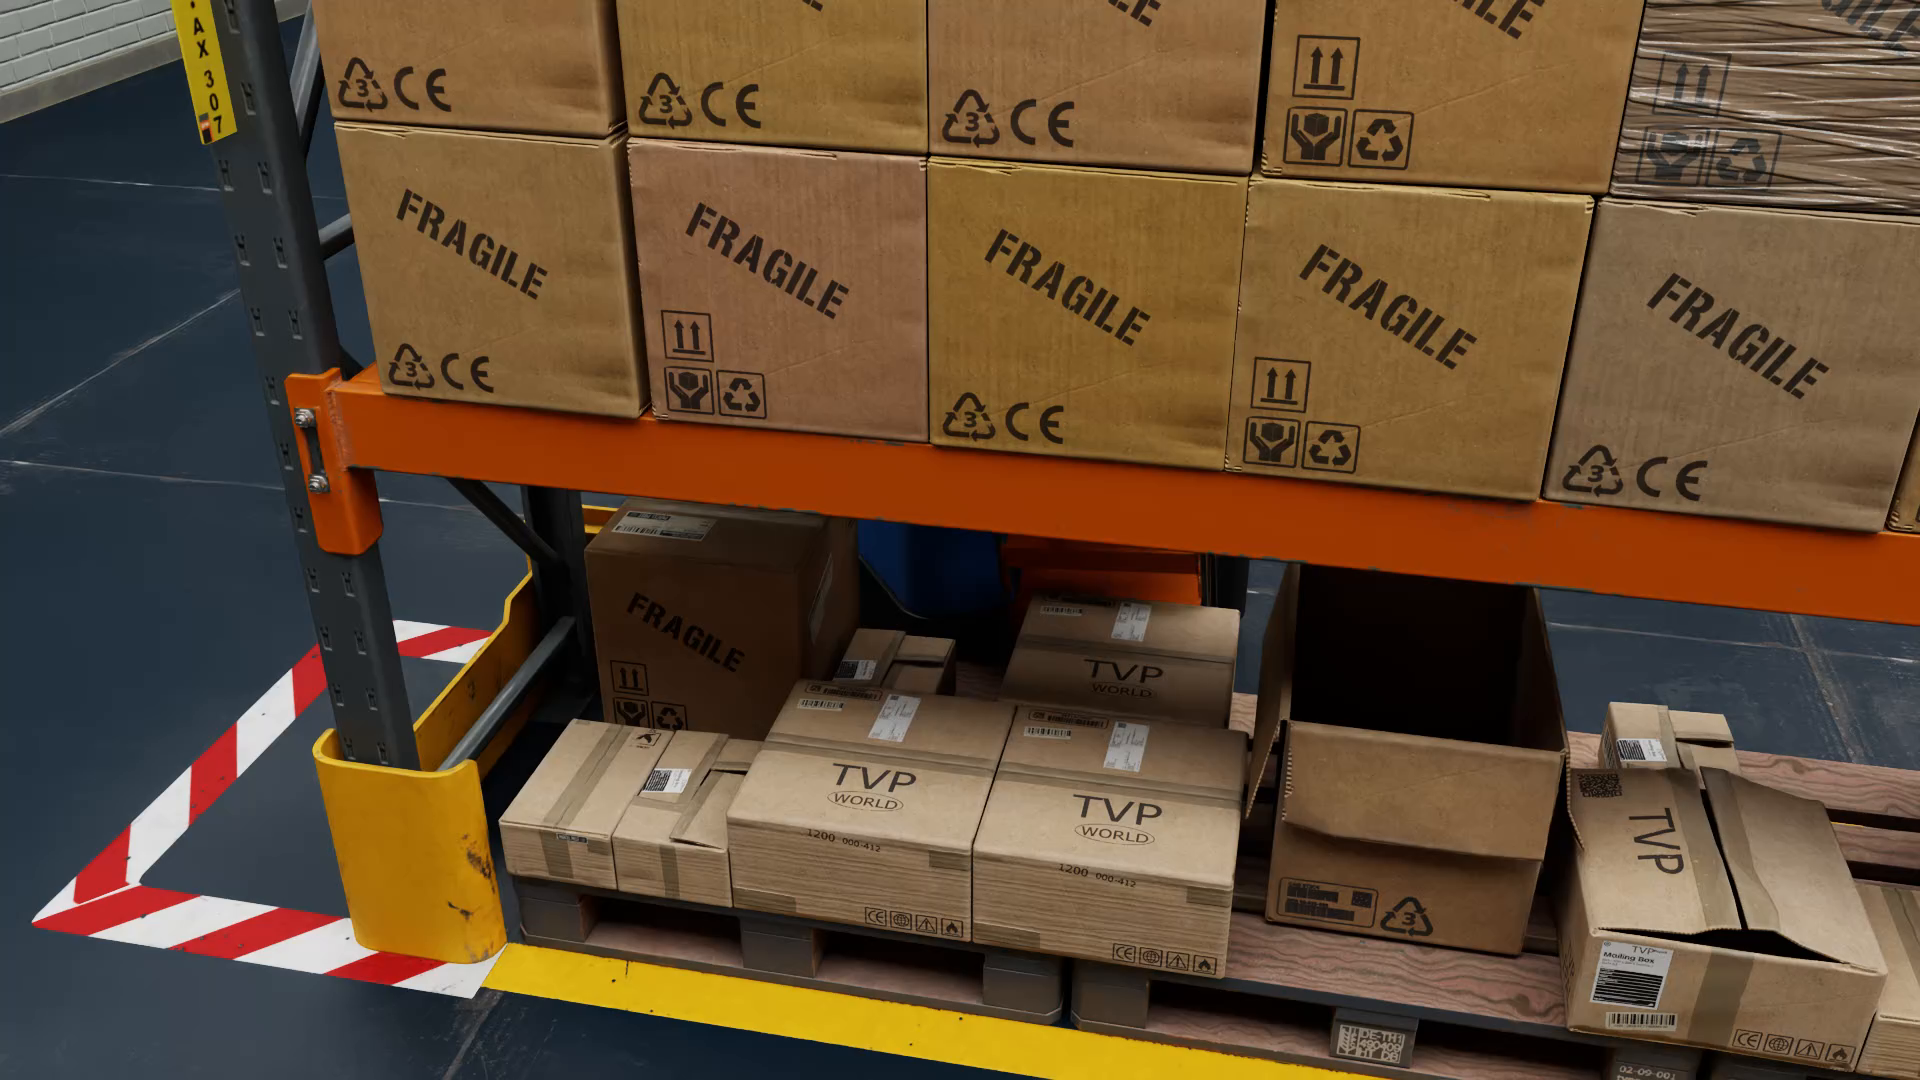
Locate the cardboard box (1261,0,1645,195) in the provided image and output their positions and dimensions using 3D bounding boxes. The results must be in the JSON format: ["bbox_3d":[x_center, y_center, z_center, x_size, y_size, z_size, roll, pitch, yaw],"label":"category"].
[{"bbox_3d":[0.746,-0.858,2.548,0.500,0.500,0.500,6,29,10],"label":"cardboard box"}]

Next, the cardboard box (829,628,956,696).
[{"bbox_3d":[-0.171,0.376,3.932,0.250,0.166,0.380,6,29,11],"label":"cardboard box"}]

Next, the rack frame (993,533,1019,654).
[{"bbox_3d":[0.114,-0.064,4.084,0.015,1.200,0.240,2,42,13],"label":"rack frame"}]

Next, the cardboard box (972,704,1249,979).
[{"bbox_3d":[0.319,0.606,3.425,0.500,0.250,0.500,6,29,11],"label":"cardboard box"}]

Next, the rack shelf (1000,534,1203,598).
[{"bbox_3d":[0.360,-0.006,4.074,0.480,0.148,0.258,2,42,13],"label":"rack shelf"}]

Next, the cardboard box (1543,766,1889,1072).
[{"bbox_3d":[1.430,0.693,3.202,0.500,0.311,0.500,6,29,11],"label":"cardboard box"}]

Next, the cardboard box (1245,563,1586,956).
[{"bbox_3d":[0.942,0.422,3.498,0.637,0.503,0.797,6,29,11],"label":"cardboard box"}]

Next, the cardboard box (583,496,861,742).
[{"bbox_3d":[-0.548,0.147,4.003,0.500,0.500,0.500,6,29,11],"label":"cardboard box"}]

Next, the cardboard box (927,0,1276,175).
[{"bbox_3d":[0.249,-0.908,2.640,0.500,0.500,0.500,6,29,11],"label":"cardboard box"}]

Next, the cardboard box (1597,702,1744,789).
[{"bbox_3d":[1.567,0.530,3.651,0.250,0.166,0.380,6,29,11],"label":"cardboard box"}]

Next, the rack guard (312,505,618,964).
[{"bbox_3d":[-1.057,0.409,3.983,0.348,0.500,1.175,6,29,11],"label":"rack guard"}]

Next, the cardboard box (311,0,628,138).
[{"bbox_3d":[-0.753,-1.010,2.825,0.500,0.500,0.500,7,29,12],"label":"cardboard box"}]

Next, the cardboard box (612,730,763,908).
[{"bbox_3d":[-0.549,0.583,3.554,0.250,0.166,0.380,6,29,11],"label":"cardboard box"}]

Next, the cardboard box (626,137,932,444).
[{"bbox_3d":[-0.247,-0.522,2.975,0.500,0.500,0.500,6,29,10],"label":"cardboard box"}]

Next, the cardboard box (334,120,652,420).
[{"bbox_3d":[-0.753,-0.571,3.065,0.500,0.500,0.500,6,29,12],"label":"cardboard box"}]

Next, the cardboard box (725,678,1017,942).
[{"bbox_3d":[-0.170,0.556,3.517,0.500,0.250,0.500,6,29,11],"label":"cardboard box"}]

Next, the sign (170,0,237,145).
[{"bbox_3d":[-1.245,-0.820,2.723,0.005,0.325,0.100,6,29,11],"label":"sign"}]

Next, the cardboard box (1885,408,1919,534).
[{"bbox_3d":[1.734,-0.319,2.605,0.500,0.500,0.500,7,29,12],"label":"cardboard box"}]

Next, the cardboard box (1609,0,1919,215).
[{"bbox_3d":[1.237,-0.807,2.454,0.500,0.500,0.500,6,29,11],"label":"cardboard box"}]

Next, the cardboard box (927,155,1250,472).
[{"bbox_3d":[0.243,-0.470,2.881,0.500,0.500,0.500,6,29,10],"label":"cardboard box"}]

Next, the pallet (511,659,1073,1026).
[{"bbox_3d":[-0.277,0.615,3.907,1.213,0.211,1.003,6,29,11],"label":"pallet"}]

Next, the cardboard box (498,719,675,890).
[{"bbox_3d":[-0.794,0.565,3.604,0.250,0.149,0.380,6,29,11],"label":"cardboard box"}]

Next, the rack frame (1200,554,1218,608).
[{"bbox_3d":[0.590,-0.048,3.975,0.015,1.200,0.240,2,42,13],"label":"rack frame"}]

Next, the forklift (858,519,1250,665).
[{"bbox_3d":[-0.257,-1.559,5.045,1.130,2.935,3.031,-12,31,-21],"label":"forklift"}]

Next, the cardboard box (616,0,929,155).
[{"bbox_3d":[-0.240,-0.961,2.736,0.500,0.500,0.500,6,29,11],"label":"cardboard box"}]

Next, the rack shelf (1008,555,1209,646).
[{"bbox_3d":[0.385,0.142,4.204,0.480,0.148,0.258,2,42,13],"label":"rack shelf"}]

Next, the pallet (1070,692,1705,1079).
[{"bbox_3d":[0.912,0.738,3.682,1.213,0.211,1.003,6,29,11],"label":"pallet"}]

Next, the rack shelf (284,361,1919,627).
[{"bbox_3d":[0.824,-0.179,3.203,4.000,0.370,1.077,6,29,11],"label":"rack shelf"}]

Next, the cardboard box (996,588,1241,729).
[{"bbox_3d":[0.375,0.366,3.863,0.500,0.250,0.500,6,29,11],"label":"cardboard box"}]

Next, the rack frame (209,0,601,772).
[{"bbox_3d":[-1.131,-0.695,3.397,0.127,3.000,1.000,6,29,11],"label":"rack frame"}]

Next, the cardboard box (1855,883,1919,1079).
[{"bbox_3d":[1.785,0.830,3.121,0.250,0.149,0.380,6,29,11],"label":"cardboard box"}]

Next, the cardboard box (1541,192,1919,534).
[{"bbox_3d":[1.231,-0.369,2.697,0.500,0.500,0.500,7,29,12],"label":"cardboard box"}]

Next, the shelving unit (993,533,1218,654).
[{"bbox_3d":[0.352,-0.056,4.030,0.503,1.200,0.258,2,42,13],"label":"shelving unit"}]

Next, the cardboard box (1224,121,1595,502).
[{"bbox_3d":[0.732,-0.419,2.788,0.500,0.500,0.500,6,29,11],"label":"cardboard box"}]

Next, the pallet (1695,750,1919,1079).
[{"bbox_3d":[2.109,0.860,3.460,1.213,0.211,1.003,6,29,11],"label":"pallet"}]
